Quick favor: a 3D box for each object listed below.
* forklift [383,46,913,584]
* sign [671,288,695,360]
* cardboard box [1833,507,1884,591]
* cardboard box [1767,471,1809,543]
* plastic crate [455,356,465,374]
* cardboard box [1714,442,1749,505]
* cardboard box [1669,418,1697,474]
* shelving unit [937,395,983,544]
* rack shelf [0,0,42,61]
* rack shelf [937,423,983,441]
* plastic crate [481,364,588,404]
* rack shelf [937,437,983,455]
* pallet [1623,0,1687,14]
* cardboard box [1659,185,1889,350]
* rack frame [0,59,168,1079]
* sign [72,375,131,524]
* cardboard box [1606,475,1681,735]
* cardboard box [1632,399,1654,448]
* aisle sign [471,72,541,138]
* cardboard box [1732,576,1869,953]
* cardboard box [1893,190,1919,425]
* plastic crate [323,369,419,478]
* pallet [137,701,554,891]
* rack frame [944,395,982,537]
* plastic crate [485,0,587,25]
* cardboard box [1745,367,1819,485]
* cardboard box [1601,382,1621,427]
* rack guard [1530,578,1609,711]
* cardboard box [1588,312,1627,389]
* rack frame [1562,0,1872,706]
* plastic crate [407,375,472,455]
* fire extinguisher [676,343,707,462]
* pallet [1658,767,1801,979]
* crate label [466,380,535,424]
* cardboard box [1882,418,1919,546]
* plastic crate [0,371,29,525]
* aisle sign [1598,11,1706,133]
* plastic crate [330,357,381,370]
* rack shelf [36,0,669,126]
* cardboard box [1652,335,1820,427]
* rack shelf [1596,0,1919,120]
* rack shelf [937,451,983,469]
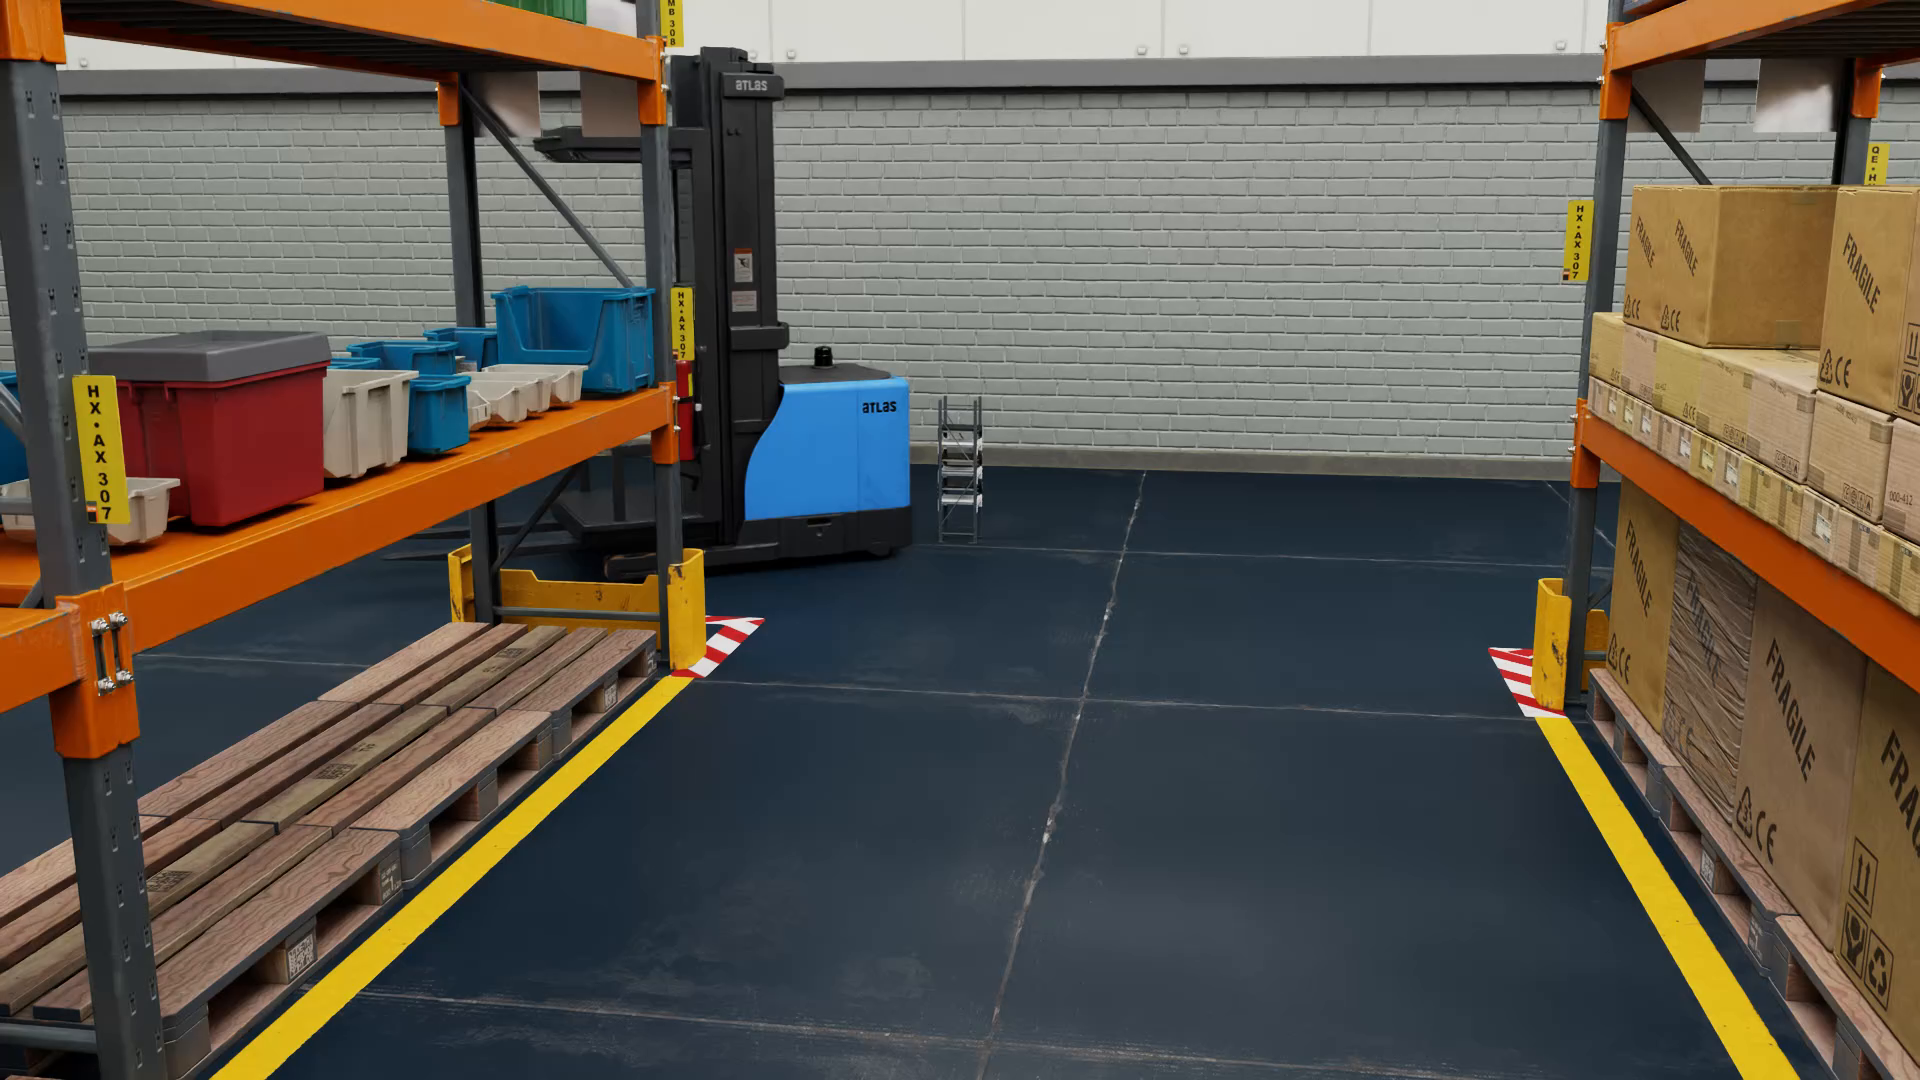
[{"bbox_3d":[-1.851,-1.304,9.586,3.031,2.935,1.130,-5,13,-23],"label":"forklift"},{"bbox_3d":[-1.254,-0.977,7.519,0.100,0.325,0.005,2,12,9],"label":"sign"},{"bbox_3d":[2.281,0.023,3.862,0.380,0.149,0.250,2,12,8],"label":"cardboard box"},{"bbox_3d":[2.360,-0.084,4.359,0.380,0.149,0.250,2,12,10],"label":"cardboard box"},{"bbox_3d":[-2.295,-0.707,7.138,0.250,0.136,0.298,2,12,9],"label":"plastic crate"},{"bbox_3d":[2.439,-0.190,4.852,0.380,0.149,0.250,2,12,10],"label":"cardboard box"},{"bbox_3d":[2.518,-0.297,5.350,0.380,0.149,0.250,2,12,8],"label":"cardboard box"},{"bbox_3d":[0.001,-0.442,10.406,0.258,0.900,0.210,2,12,9],"label":"shelving unit"},{"bbox_3d":[-2.723,-0.777,1.568,1.077,0.370,4.000,2,12,9],"label":"rack shelf"},{"bbox_3d":[0.001,-0.673,10.357,0.258,0.077,0.200,2,12,9],"label":"rack shelf"},{"bbox_3d":[-1.747,-0.636,6.810,0.396,0.136,0.243,2,12,9],"label":"plastic crate"},{"bbox_3d":[0.001,-0.585,10.376,0.258,0.077,0.200,2,12,9],"label":"rack shelf"},{"bbox_3d":[2.990,-2.019,5.834,1.003,0.211,1.213,2,12,9],"label":"pallet"},{"bbox_3d":[2.603,-0.887,5.357,0.500,0.500,0.500,2,12,7],"label":"cardboard box"},{"bbox_3d":[-2.412,-0.079,3.739,0.949,2.616,0.053,2,12,9],"label":"rack frame"},{"bbox_3d":[-1.872,-0.196,3.626,0.100,0.325,0.005,2,12,9],"label":"sign"},{"bbox_3d":[3.074,0.218,6.408,0.875,0.875,0.875,2,12,9],"label":"cardboard box"},{"bbox_3d":[2.597,-0.404,5.844,0.380,0.149,0.250,2,12,8],"label":"cardboard box"},{"bbox_3d":[-2.083,-2.207,7.444,0.394,0.787,0.004,2,12,9],"label":"aisle sign"},{"bbox_3d":[2.798,0.593,4.669,0.875,0.875,0.875,2,12,9],"label":"cardboard box"},{"bbox_3d":[2.285,-0.461,3.385,0.500,0.500,0.500,2,12,10],"label":"cardboard box"},{"bbox_3d":[-1.999,-0.362,5.193,0.437,0.282,0.530,2,12,9],"label":"plastic crate"},{"bbox_3d":[-2.155,0.875,5.931,1.003,0.211,1.213,2,12,9],"label":"pallet"},{"bbox_3d":[0.017,-0.463,10.505,0.240,0.900,0.006,2,12,9],"label":"rack frame"},{"bbox_3d":[-1.670,-2.060,6.314,0.450,0.188,0.336,2,12,9],"label":"plastic crate"},{"bbox_3d":[2.443,-0.305,4.439,0.500,0.250,0.500,2,12,10],"label":"cardboard box"},{"bbox_3d":[2.675,-0.512,6.344,0.380,0.149,0.250,2,12,8],"label":"cardboard box"},{"bbox_3d":[3.097,0.466,7.145,1.175,0.500,0.348,2,12,9],"label":"rack guard"},{"bbox_3d":[2.753,-0.732,6.420,0.500,0.250,0.500,2,12,7],"label":"cardboard box"},{"bbox_3d":[3.094,-0.751,6.859,1.000,3.000,0.127,2,12,9],"label":"rack frame"},{"bbox_3d":[-1.863,-0.423,5.592,0.416,0.233,0.300,2,12,9],"label":"plastic crate"},{"bbox_3d":[-1.328,-0.708,7.728,0.296,0.674,0.183,2,12,9],"label":"fire extinguisher"},{"bbox_3d":[2.858,1.034,5.193,1.003,0.211,1.213,2,12,9],"label":"pallet"},{"bbox_3d":[-1.824,-0.518,6.259,0.396,0.136,0.243,2,12,9],"label":"crate label"},{"bbox_3d":[2.287,-0.091,3.445,0.500,0.250,0.500,2,12,8],"label":"cardboard box"},{"bbox_3d":[-2.681,-0.209,4.237,0.392,0.384,0.575,2,12,9],"label":"plastic crate"},{"bbox_3d":[2.808,-2.047,6.699,0.394,0.787,0.004,2,12,9],"label":"aisle sign"},{"bbox_3d":[-2.366,-0.544,6.154,0.416,0.233,0.300,2,12,9],"label":"plastic crate"},{"bbox_3d":[-2.108,-1.610,5.431,1.077,0.370,4.000,2,12,9],"label":"rack shelf"},{"bbox_3d":[2.599,-0.519,5.432,0.500,0.250,0.500,1,12,7],"label":"cardboard box"},{"bbox_3d":[2.786,-1.449,4.687,1.077,0.370,4.000,2,12,9],"label":"rack shelf"},{"bbox_3d":[0.001,-0.497,10.394,0.258,0.077,0.200,2,12,9],"label":"rack shelf"}]
